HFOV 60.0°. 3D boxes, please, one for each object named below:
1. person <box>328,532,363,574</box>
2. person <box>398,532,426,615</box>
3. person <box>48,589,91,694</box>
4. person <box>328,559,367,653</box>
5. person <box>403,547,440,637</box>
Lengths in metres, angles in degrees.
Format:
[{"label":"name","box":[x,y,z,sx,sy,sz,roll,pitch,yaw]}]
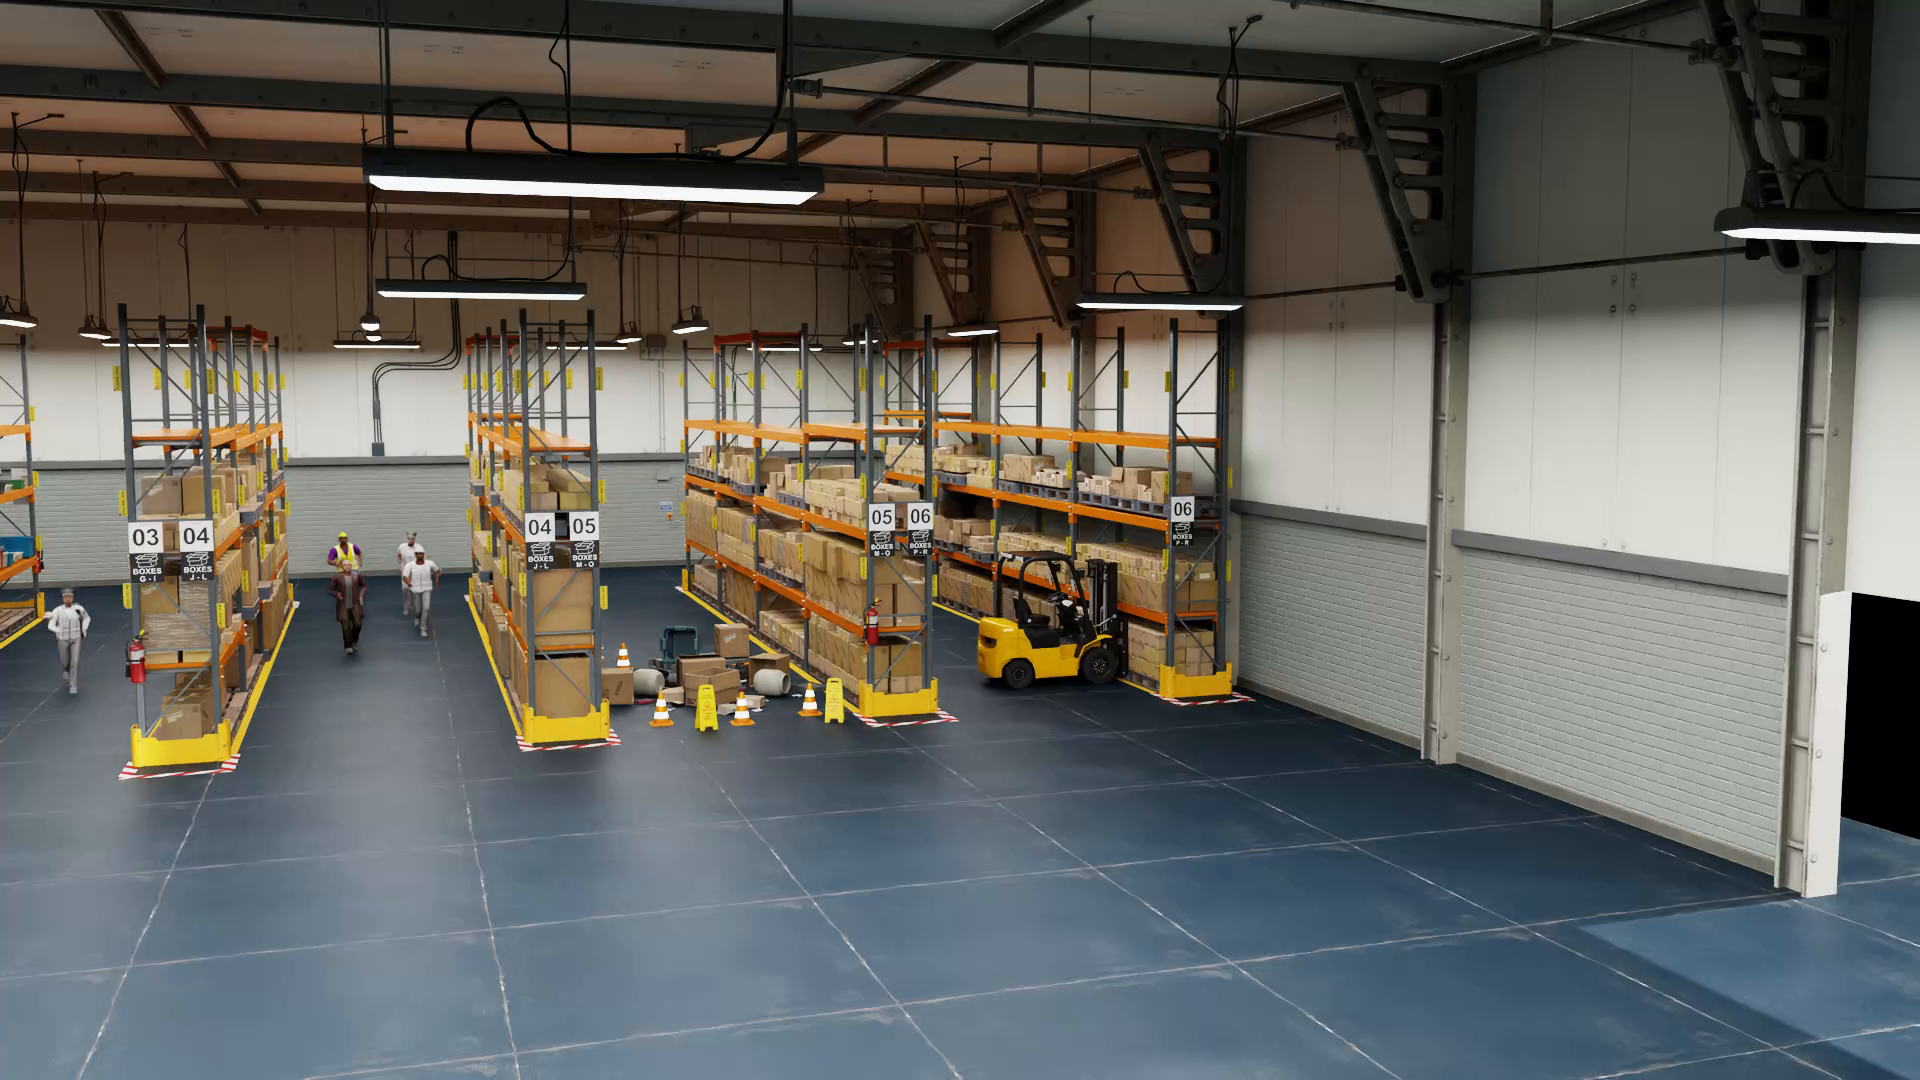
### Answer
[{"label":"person","box":[-13.495,0.687,36.564,0.745,1.725,0.824,-3,6,-28]},{"label":"person","box":[-11.911,0.720,36.164,0.593,1.838,0.902,-2,6,-17]},{"label":"person","box":[-14.386,1.607,26.896,0.618,1.669,0.890,-3,6,-31]},{"label":"person","box":[-11.217,1.230,30.553,0.698,1.733,0.634,-3,6,-25]},{"label":"person","box":[-10.692,1.011,33.038,0.712,1.754,0.932,-2,6,-18]}]
